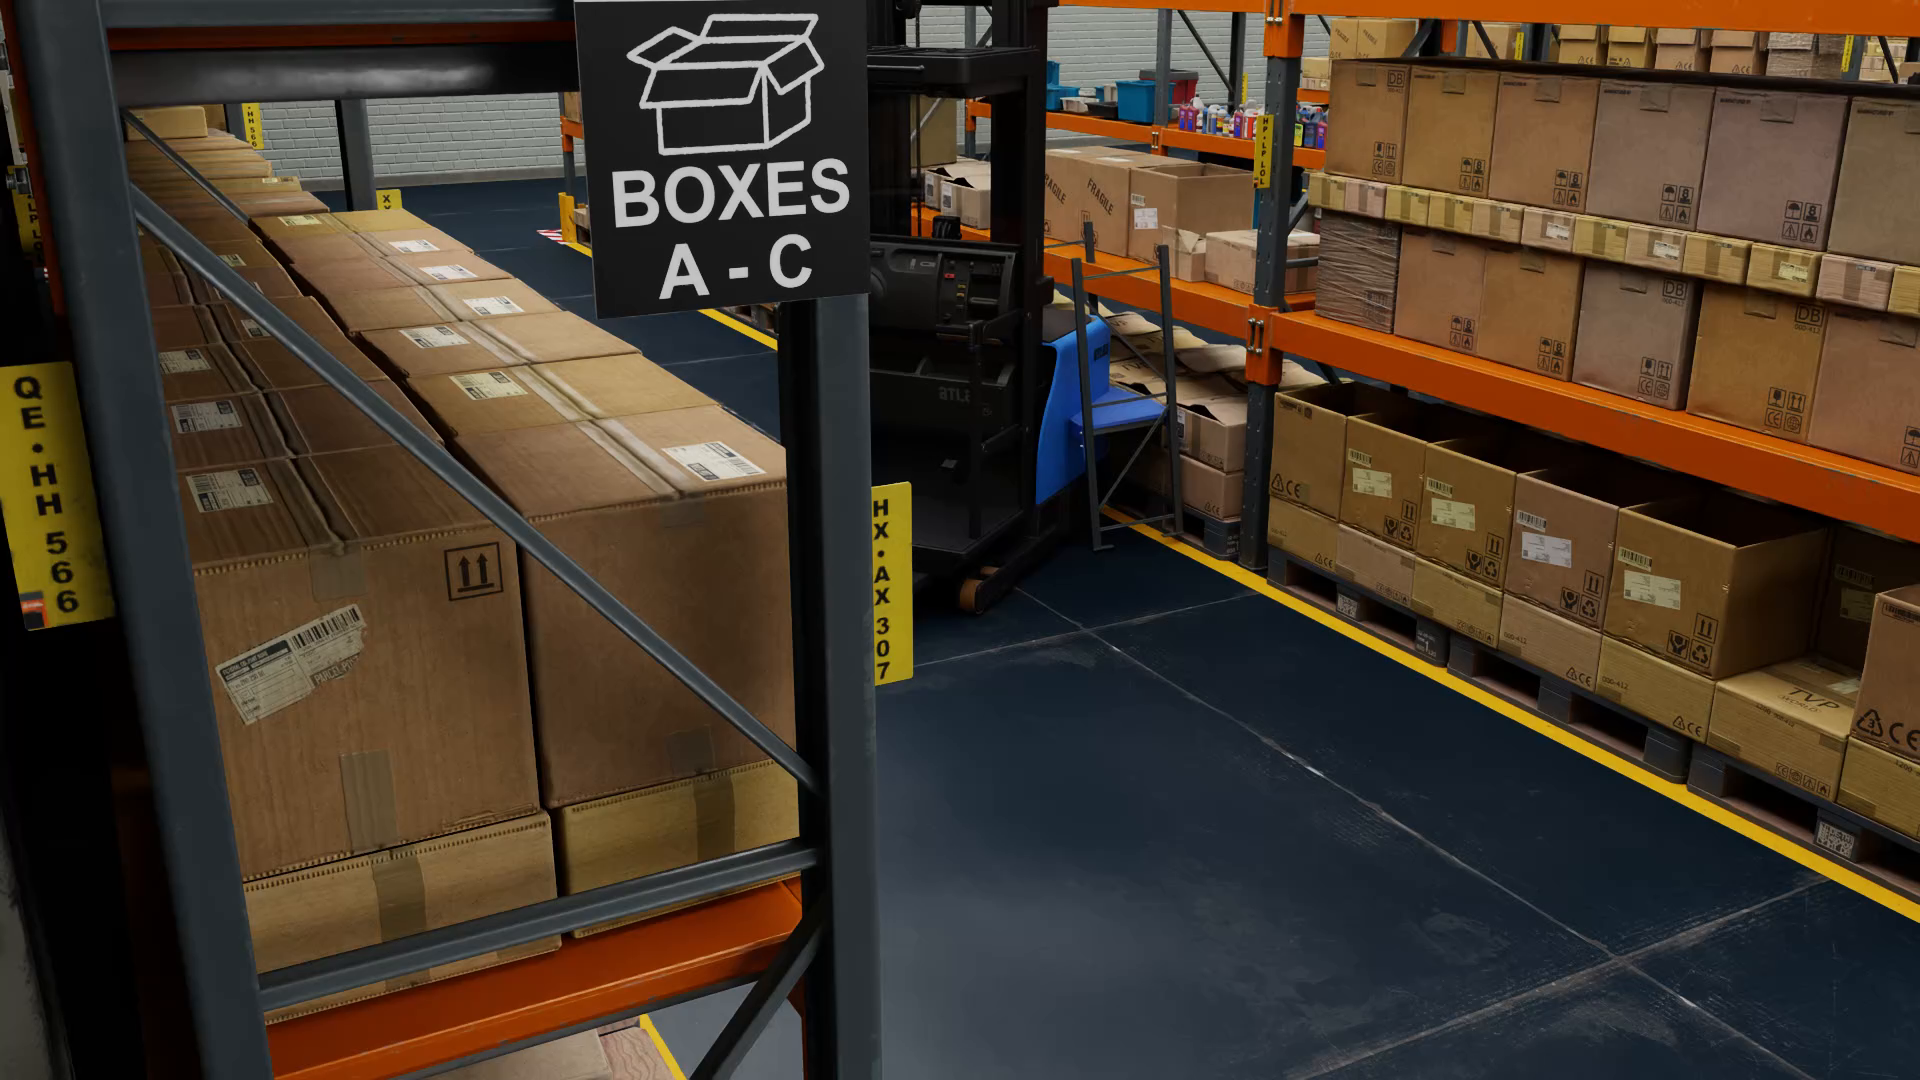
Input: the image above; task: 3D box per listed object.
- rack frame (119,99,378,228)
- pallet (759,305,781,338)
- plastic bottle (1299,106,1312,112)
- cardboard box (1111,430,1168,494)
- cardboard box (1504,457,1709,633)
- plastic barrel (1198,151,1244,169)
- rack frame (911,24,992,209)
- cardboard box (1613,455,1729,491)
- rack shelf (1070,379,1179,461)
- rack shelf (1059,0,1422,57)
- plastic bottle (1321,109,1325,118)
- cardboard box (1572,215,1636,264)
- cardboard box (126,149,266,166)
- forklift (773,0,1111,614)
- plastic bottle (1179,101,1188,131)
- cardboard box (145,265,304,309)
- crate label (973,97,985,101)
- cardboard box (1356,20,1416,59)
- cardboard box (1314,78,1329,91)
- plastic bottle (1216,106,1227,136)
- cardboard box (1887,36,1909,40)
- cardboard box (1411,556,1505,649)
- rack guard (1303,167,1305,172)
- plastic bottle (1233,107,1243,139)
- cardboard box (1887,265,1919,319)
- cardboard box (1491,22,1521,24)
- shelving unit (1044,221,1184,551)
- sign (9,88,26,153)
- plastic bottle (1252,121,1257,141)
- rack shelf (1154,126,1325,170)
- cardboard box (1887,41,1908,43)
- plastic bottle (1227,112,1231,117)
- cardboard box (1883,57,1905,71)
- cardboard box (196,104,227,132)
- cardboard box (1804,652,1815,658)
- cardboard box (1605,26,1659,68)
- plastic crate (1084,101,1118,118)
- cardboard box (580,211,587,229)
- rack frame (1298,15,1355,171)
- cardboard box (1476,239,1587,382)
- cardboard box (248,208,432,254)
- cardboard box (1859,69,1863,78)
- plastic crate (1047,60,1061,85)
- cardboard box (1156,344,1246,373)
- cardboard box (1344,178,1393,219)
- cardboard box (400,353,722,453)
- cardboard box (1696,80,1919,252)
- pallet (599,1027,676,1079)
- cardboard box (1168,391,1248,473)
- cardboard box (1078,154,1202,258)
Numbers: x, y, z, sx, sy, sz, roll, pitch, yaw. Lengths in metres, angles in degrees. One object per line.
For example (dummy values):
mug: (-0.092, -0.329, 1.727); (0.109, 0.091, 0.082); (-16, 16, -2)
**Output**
rack frame: (-2.497, -0.583, 5.798); (1.000, 3.000, 0.127); (-10, 21, -27)
pallet: (-0.935, -1.751, 13.459); (1.003, 0.211, 1.213); (-10, 21, -27)
plastic bottle: (3.308, -4.042, 16.015); (0.152, 0.276, 0.135); (-10, 21, -27)
cardboard box: (1.171, -0.469, 9.041); (0.500, 0.250, 0.500); (-10, 22, -27)
cardboard box: (2.520, 0.008, 6.509); (0.500, 0.500, 0.500); (-10, 21, -27)
plastic barrel: (2.667, -3.461, 16.714); (0.600, 0.901, 0.708); (-10, 21, -27)
rack frame: (-0.038, -2.499, 11.353); (1.000, 3.000, 0.127); (-10, 21, -27)
cardboard box: (2.992, -0.075, 6.750); (0.500, 0.500, 0.500); (-10, 21, -27)
rack shelf: (0.716, -0.675, 8.853); (0.538, 0.185, 1.000); (-11, 20, -14)
rack shelf: (0.911, -3.003, 9.317); (1.077, 0.370, 4.000); (-10, 21, -27)
plastic bottle: (3.381, -3.910, 15.639); (0.097, 0.271, 0.097); (0, 19, 0)
cardboard box: (2.557, -1.154, 6.305); (0.380, 0.149, 0.250); (-10, 21, -27)
cardboard box: (-3.553, -1.499, 7.625); (0.700, 0.500, 0.500); (-10, 21, -27)
forklift: (-0.266, -1.202, 7.698); (1.130, 2.935, 3.031); (9, 21, 24)
plastic bottle: (2.222, -4.187, 16.423); (0.061, 0.283, 0.133); (-10, 21, -27)
cardboard box: (-1.983, -0.415, 4.363); (0.500, 0.500, 0.500); (-9, 21, -25)
crate label: (0.351, -5.389, 19.893); (0.416, 0.233, 0.303); (-10, 21, -27)
cardboard box: (5.362, -6.282, 20.940); (0.500, 0.500, 0.500); (-11, 22, -28)
cardboard box: (4.884, -5.984, 21.836); (0.380, 0.149, 0.250); (-10, 22, -27)
plastic bottle: (2.513, -4.018, 15.952); (0.097, 0.271, 0.097); (0, 19, 0)
cardboard box: (14.322, -7.765, 24.927); (0.500, 0.500, 0.500); (-10, 21, -26)
cardboard box: (2.280, 0.219, 7.046); (0.500, 0.250, 0.500); (-10, 21, -27)
rack guard: (4.871, -5.154, 22.879); (1.175, 0.500, 0.348); (-10, 21, -27)
plastic bottle: (2.644, -3.932, 15.684); (0.061, 0.283, 0.133); (-10, 21, -27)
cardboard box: (3.164, -0.785, 5.237); (0.380, 0.149, 0.250); (-10, 22, -27)
cardboard box: (6.553, -5.925, 19.904); (0.500, 0.500, 0.500); (-10, 21, -27)
shelving unit: (0.699, -0.844, 8.795); (0.538, 1.500, 1.048); (-11, 20, -14)
sign: (-4.883, -2.191, 8.685); (0.100, 0.325, 0.005); (-10, 21, -27)
plastic bottle: (2.779, -3.825, 15.498); (0.097, 0.201, 0.097); (0, 19, 0)
rack shelf: (3.373, -3.499, 15.354); (1.077, 0.370, 4.000); (-10, 21, -27)
cardboard box: (11.686, -6.119, 20.672); (0.380, 0.149, 0.250); (-11, 22, -28)
plastic bottle: (2.583, -4.048, 16.144); (0.097, 0.201, 0.097); (0, 19, 0)
cardboard box: (11.349, -5.733, 20.011); (0.380, 0.149, 0.250); (-11, 22, -29)
cardboard box: (-4.398, -2.461, 9.453); (0.500, 0.250, 0.500); (-9, 21, -25)
cardboard box: (3.224, 0.424, 6.454); (0.500, 0.250, 0.500); (-10, 21, -27)
cardboard box: (7.409, -5.321, 17.840); (0.797, 0.503, 0.637); (-10, 21, -26)
plastic crate: (1.655, -4.592, 17.746); (0.437, 0.125, 0.590); (-10, 21, -27)
cardboard box: (-3.822, -3.419, 17.688); (0.380, 0.166, 0.250); (-10, 21, -27)
rack frame: (4.883, -6.329, 22.452); (1.000, 3.000, 0.127); (-10, 21, -27)
cardboard box: (2.568, -0.977, 6.787); (0.700, 0.500, 0.500); (-10, 21, -26)
cardboard box: (-2.000, -0.788, 5.442); (0.500, 0.500, 0.500); (-10, 21, -27)
cardboard box: (11.114, -5.737, 20.477); (0.380, 0.149, 0.250); (-10, 21, -26)
plastic crate: (0.847, -5.540, 20.018); (0.616, 0.435, 0.499); (-10, 21, -27)
cardboard box: (1.404, -0.965, 9.618); (0.500, 0.311, 0.500); (-11, 22, -28)
cardboard box: (1.938, -1.526, 7.384); (0.380, 0.149, 0.250); (-10, 21, -26)
cardboard box: (-0.785, -0.054, 3.317); (0.500, 0.500, 0.500); (-10, 21, -27)
cardboard box: (3.030, -1.309, 5.761); (0.700, 0.500, 0.500); (-10, 21, -26)
pallet: (-0.988, 1.623, 3.680); (1.003, 0.211, 1.213); (-10, 21, -27)
cardboard box: (1.417, -0.587, 8.522); (0.500, 0.311, 0.500); (-10, 21, -27)
cardboard box: (1.023, -1.916, 9.510); (0.500, 0.500, 0.500); (-10, 21, -27)
